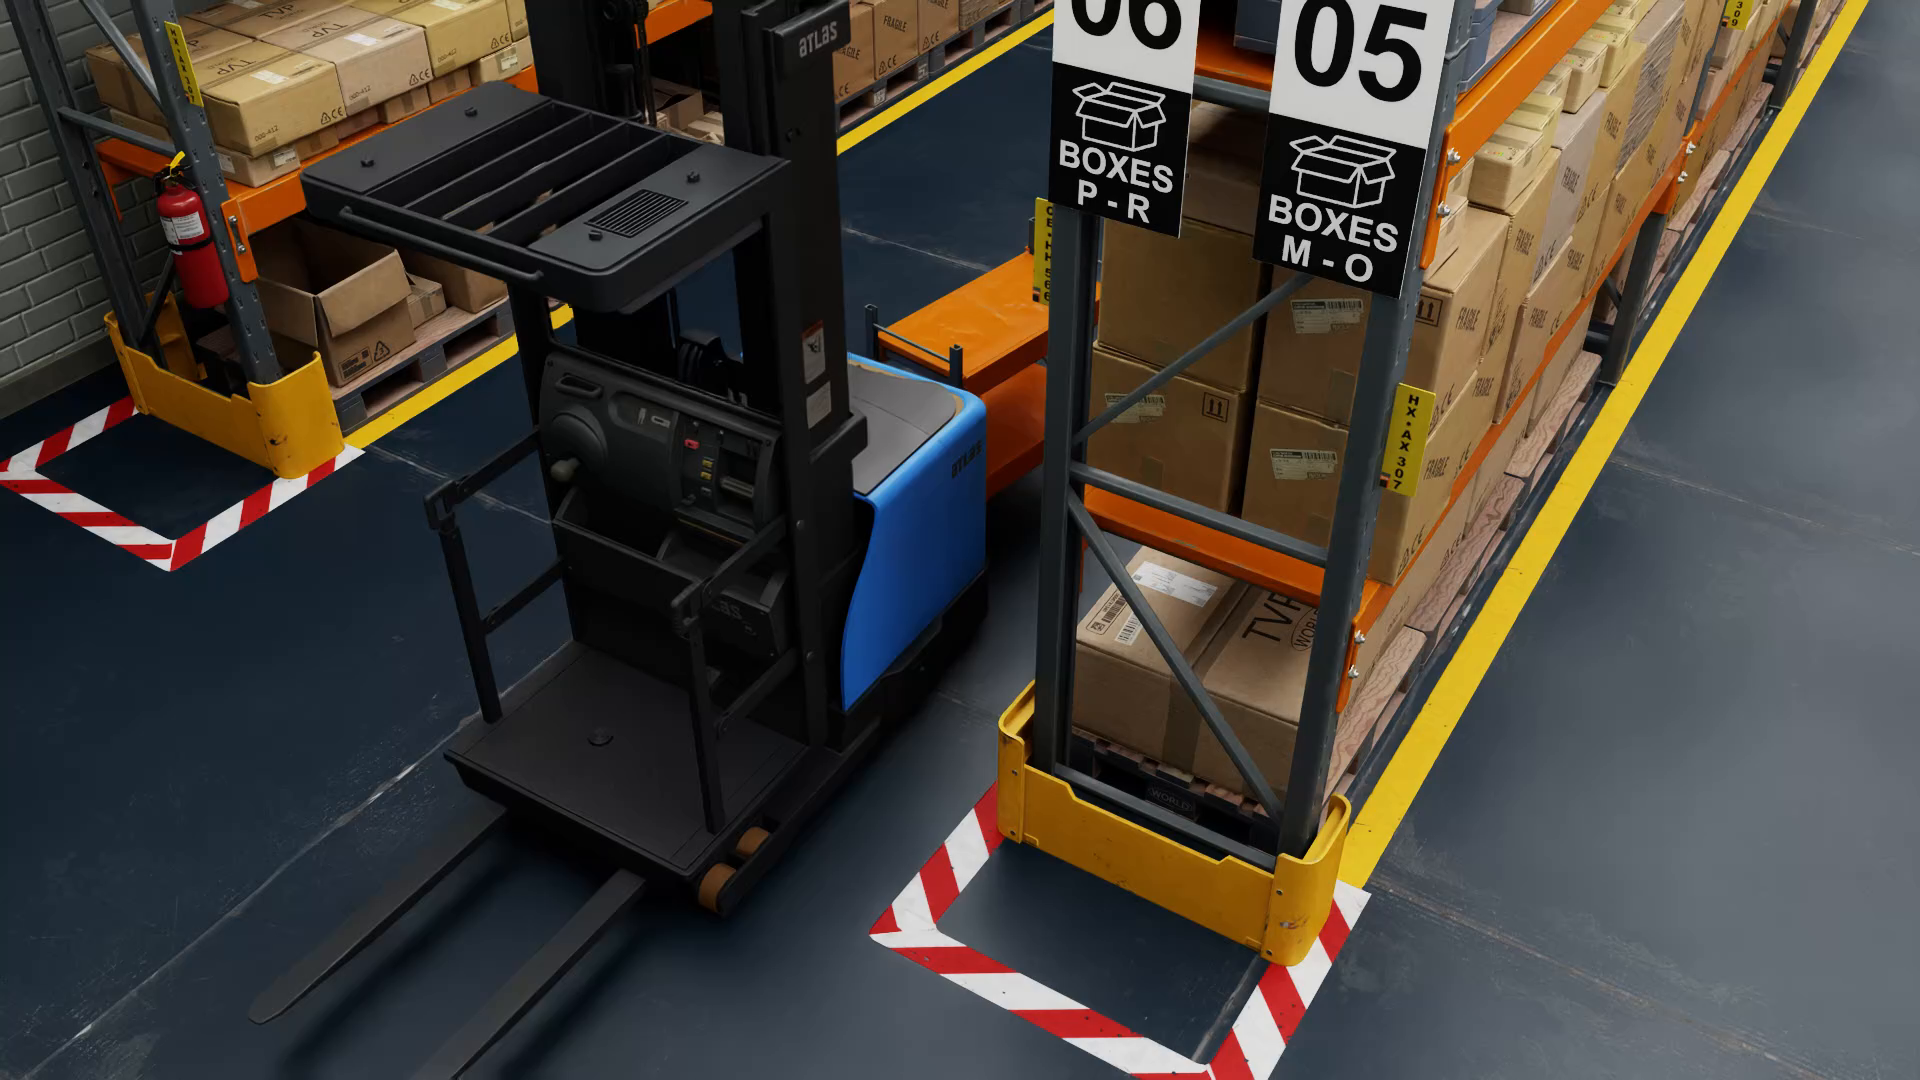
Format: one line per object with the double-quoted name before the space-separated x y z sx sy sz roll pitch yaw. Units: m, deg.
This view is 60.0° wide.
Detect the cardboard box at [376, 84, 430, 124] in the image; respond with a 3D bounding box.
"cardboard box" -2.685 -2.074 7.689 0.380 0.149 0.250 23 43 26

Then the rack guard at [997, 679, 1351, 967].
"rack guard" 0.691 0.934 5.629 1.175 0.500 0.348 21 42 25

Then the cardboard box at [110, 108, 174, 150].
"cardboard box" -3.538 -1.850 7.398 0.380 0.149 0.250 21 42 25

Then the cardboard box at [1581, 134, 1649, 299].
"cardboard box" 2.287 -1.317 6.419 0.500 0.500 0.500 21 42 24

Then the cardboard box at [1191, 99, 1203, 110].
"cardboard box" 0.910 -1.311 5.062 0.380 0.149 0.250 21 42 25

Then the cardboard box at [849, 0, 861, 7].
"cardboard box" -0.846 -3.452 10.443 0.380 0.149 0.250 20 42 24

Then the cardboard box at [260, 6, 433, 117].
"cardboard box" -2.748 -2.155 7.467 0.500 0.250 0.500 22 43 26

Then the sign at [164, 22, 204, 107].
"sign" -3.031 -1.856 6.491 0.100 0.325 0.005 21 42 25

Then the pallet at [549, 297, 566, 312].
"pallet" -2.368 -1.663 9.234 1.003 0.211 1.213 21 42 25

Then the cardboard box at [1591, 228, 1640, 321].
"cardboard box" 3.112 -1.801 8.526 0.875 0.875 0.875 23 43 26

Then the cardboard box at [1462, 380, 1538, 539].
"cardboard box" 1.941 -0.532 7.238 0.875 0.438 0.875 20 42 24

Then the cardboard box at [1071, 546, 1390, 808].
"cardboard box" 0.973 0.407 6.020 0.875 0.438 0.875 20 42 24

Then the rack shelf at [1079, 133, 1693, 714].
"rack shelf" 1.776 -0.815 6.439 1.077 0.370 4.000 21 42 25

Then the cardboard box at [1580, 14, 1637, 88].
"cardboard box" 1.995 -1.639 5.488 0.380 0.149 0.250 20 42 24

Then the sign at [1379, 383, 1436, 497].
"sign" 1.170 -0.258 4.354 0.100 0.325 0.005 21 42 25

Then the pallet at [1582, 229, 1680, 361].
"pallet" 3.197 -1.449 8.957 1.003 0.211 1.213 21 42 25

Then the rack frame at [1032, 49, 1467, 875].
"rack frame" 0.704 -0.069 4.882 1.000 3.000 0.127 21 42 25

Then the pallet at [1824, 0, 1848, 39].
"pallet" 6.065 -4.117 12.418 1.003 0.211 1.213 21 42 25

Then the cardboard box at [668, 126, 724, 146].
"cardboard box" -1.588 -2.269 9.631 0.396 0.266 0.258 23 43 27

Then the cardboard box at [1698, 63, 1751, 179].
"cardboard box" 4.069 -2.730 9.731 0.875 0.875 0.875 22 43 26

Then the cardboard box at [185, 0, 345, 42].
"cardboard box" -3.189 -2.338 7.705 0.500 0.250 0.500 21 42 25

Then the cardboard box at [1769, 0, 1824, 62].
"cardboard box" 5.301 -3.606 11.280 0.950 0.372 0.625 18 41 22

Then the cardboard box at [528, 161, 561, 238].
"cardboard box" -2.223 -1.819 8.856 0.500 0.500 0.500 22 43 26

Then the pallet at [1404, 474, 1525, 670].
"pallet" 1.721 -0.028 7.114 1.003 0.211 1.213 21 42 25

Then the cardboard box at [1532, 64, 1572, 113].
"cardboard box" 1.666 -1.403 5.181 0.380 0.149 0.250 22 43 26

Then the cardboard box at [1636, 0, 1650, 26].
"cardboard box" 2.213 -1.922 5.854 0.380 0.149 0.250 20 42 24

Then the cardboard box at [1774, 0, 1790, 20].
"cardboard box" 4.145 -2.993 8.798 0.500 0.250 0.500 20 42 24

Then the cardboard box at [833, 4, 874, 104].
"cardboard box" -0.897 -3.105 10.524 0.500 0.500 0.500 23 43 27

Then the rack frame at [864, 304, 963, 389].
"rack frame" -0.185 -0.388 6.831 0.500 1.125 0.032 29 46 32

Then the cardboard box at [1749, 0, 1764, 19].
"cardboard box" 3.577 -2.682 7.986 0.500 0.250 0.500 22 43 26

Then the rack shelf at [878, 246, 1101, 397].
"rack shelf" 0.155 -0.850 6.952 0.538 0.278 1.000 29 46 32

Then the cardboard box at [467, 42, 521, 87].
"cardboard box" -2.349 -2.318 8.006 0.380 0.149 0.250 20 42 24

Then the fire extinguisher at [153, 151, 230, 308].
"fire extinguisher" -3.178 -1.285 6.829 0.296 0.674 0.183 21 42 25

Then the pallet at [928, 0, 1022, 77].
"pallet" -0.289 -3.711 11.891 1.003 0.211 1.213 21 42 25

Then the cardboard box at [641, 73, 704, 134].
"cardboard box" -1.899 -2.591 10.012 0.500 0.311 0.500 23 43 27

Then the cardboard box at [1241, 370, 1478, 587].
"cardboard box" 1.204 -0.262 5.051 0.500 0.500 0.500 21 42 25

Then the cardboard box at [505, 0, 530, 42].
"cardboard box" -2.224 -2.688 8.159 0.500 0.250 0.500 20 42 24

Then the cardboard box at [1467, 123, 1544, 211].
"cardboard box" 1.445 -1.109 4.799 0.380 0.149 0.250 23 43 26

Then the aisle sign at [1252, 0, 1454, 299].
"aisle sign" 0.911 -0.966 3.917 0.394 0.787 0.004 21 42 25

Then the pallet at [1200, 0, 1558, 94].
"pallet" 1.093 -1.607 4.494 1.003 0.211 1.213 21 42 25

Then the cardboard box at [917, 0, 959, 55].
"cardboard box" -0.349 -3.638 11.216 0.500 0.500 0.500 20 42 24

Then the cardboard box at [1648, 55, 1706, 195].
"cardboard box" 2.815 -1.848 7.108 0.500 0.500 0.500 22 43 26

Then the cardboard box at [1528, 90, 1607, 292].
"cardboard box" 1.742 -1.195 5.443 0.500 0.500 0.500 21 42 25

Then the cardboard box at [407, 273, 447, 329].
"cardboard box" -2.821 -1.218 8.365 0.380 0.149 0.250 19 42 23

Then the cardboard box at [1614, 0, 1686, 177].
"cardboard box" 2.284 -1.708 6.108 0.500 0.500 0.500 22 43 26

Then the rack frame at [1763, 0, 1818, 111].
"rack frame" 4.990 -4.193 10.232 1.000 3.000 0.127 21 42 25

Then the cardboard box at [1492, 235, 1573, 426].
"cardboard box" 1.739 -0.788 5.734 0.500 0.500 0.500 21 42 25

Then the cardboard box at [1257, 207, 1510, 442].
"cardboard box" 1.202 -0.659 4.747 0.500 0.500 0.500 20 42 24

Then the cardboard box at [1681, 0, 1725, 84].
"cardboard box" 2.828 -2.233 6.789 0.500 0.500 0.500 21 42 25

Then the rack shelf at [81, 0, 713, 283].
"rack shelf" -2.417 -2.437 8.543 1.077 0.370 4.000 21 42 25

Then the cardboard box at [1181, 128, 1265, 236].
"cardboard box" 0.727 -1.012 4.673 0.380 0.149 0.250 22 43 26

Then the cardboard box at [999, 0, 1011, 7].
"cardboard box" 0.197 -4.177 11.915 0.500 0.500 0.500 23 43 27

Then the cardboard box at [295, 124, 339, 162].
"cardboard box" -2.984 -1.817 7.356 0.380 0.149 0.250 22 43 26

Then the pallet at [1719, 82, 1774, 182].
"pallet" 4.504 -2.707 10.588 1.003 0.211 1.213 21 42 25

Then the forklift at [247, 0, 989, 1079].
"forklift" -1.081 -0.228 5.146 1.130 2.935 3.031 20 42 24

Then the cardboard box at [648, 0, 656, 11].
"cardboard box" -1.820 -2.856 8.703 0.380 0.149 0.250 21 42 24

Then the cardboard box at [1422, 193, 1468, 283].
"cardboard box" 1.128 -0.854 4.468 0.380 0.149 0.250 22 43 26

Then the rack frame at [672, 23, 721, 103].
"rack frame" -1.346 -3.752 9.661 1.000 3.000 0.127 21 42 25

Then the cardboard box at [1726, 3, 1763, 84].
"cardboard box" 3.582 -2.479 8.132 0.500 0.250 0.500 20 42 24

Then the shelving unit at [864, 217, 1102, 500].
"shelving unit" 0.155 -0.618 7.131 0.538 1.125 1.048 29 46 32
